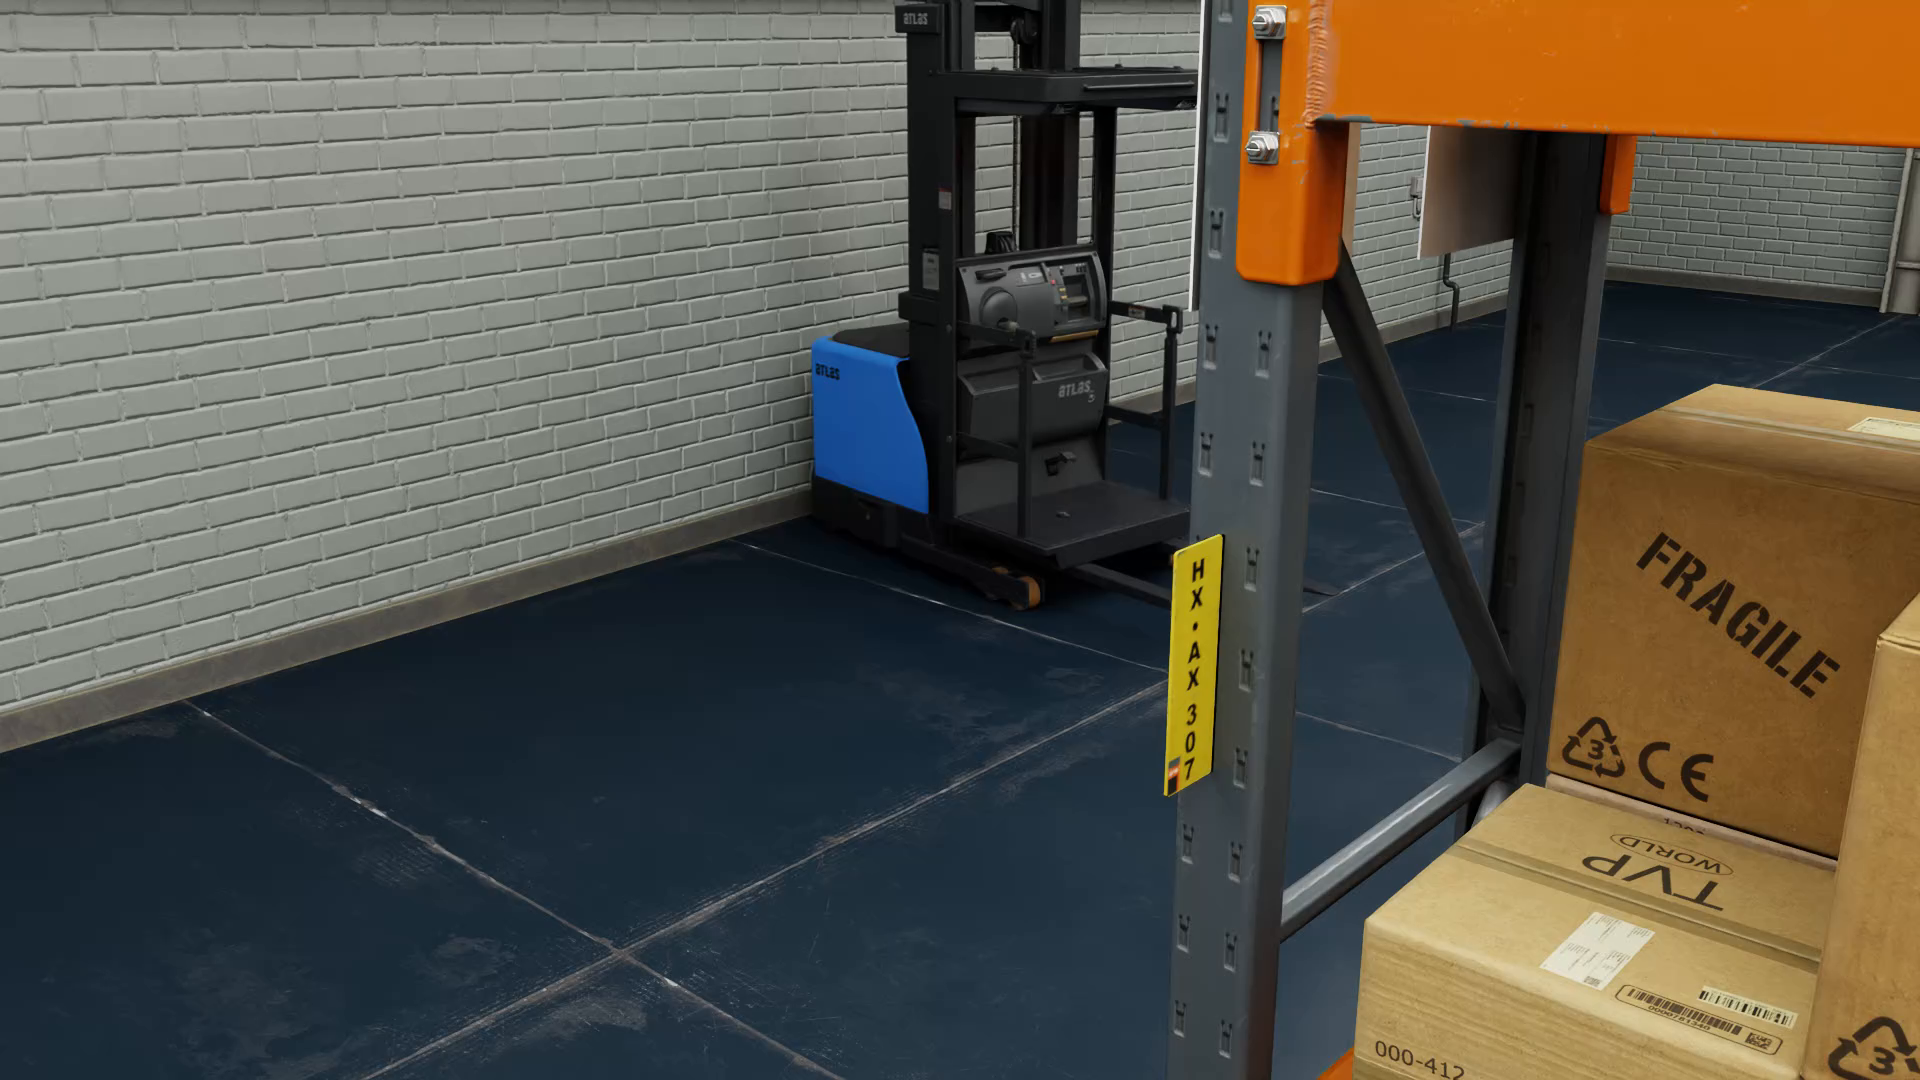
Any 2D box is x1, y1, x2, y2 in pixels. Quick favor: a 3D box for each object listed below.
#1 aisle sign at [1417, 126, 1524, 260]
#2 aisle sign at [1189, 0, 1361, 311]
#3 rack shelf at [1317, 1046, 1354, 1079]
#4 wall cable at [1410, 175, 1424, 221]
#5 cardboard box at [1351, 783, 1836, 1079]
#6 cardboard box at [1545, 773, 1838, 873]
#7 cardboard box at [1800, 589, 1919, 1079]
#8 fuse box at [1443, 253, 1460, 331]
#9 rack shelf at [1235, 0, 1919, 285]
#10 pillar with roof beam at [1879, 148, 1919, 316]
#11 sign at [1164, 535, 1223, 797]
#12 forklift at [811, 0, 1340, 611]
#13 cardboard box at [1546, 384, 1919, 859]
[{"bbox_3d":[0.811,-0.836,2.490,0.004,0.787,0.394,15,23,39],"label":"aisle sign"},{"bbox_3d":[0.413,-0.700,2.062,0.004,0.787,0.394,15,23,39],"label":"aisle sign"},{"bbox_3d":[2.162,1.230,1.467,4.000,0.370,1.077,15,23,39],"label":"rack shelf"},{"bbox_3d":[3.944,-3.691,14.104,0.122,1.984,0.588,15,23,39],"label":"wall cable"},{"bbox_3d":[0.846,0.572,2.106,0.500,0.250,0.500,14,23,38],"label":"cardboard box"},{"bbox_3d":[1.204,0.452,2.484,0.500,0.250,0.500,15,23,38],"label":"cardboard box"},{"bbox_3d":[1.220,0.315,1.676,0.500,0.500,0.500,14,23,38],"label":"cardboard box"},{"bbox_3d":[4.514,-2.716,14.840,0.414,1.711,0.539,15,23,39],"label":"fuse box"},{"bbox_3d":[2.162,-0.200,1.014,4.000,0.370,1.077,15,23,39],"label":"rack shelf"},{"bbox_3d":[6.260,-5.511,11.602,0.400,9.000,9.100,15,23,39],"label":"pillar with roof beam"},{"bbox_3d":[0.293,0.159,2.089,0.005,0.325,0.100,15,23,39],"label":"sign"},{"bbox_3d":[0.510,-1.228,8.135,1.130,2.935,3.031,-14,23,-38],"label":"forklift"},{"bbox_3d":[1.205,0.096,2.367,0.500,0.500,0.500,15,23,40],"label":"cardboard box"}]
